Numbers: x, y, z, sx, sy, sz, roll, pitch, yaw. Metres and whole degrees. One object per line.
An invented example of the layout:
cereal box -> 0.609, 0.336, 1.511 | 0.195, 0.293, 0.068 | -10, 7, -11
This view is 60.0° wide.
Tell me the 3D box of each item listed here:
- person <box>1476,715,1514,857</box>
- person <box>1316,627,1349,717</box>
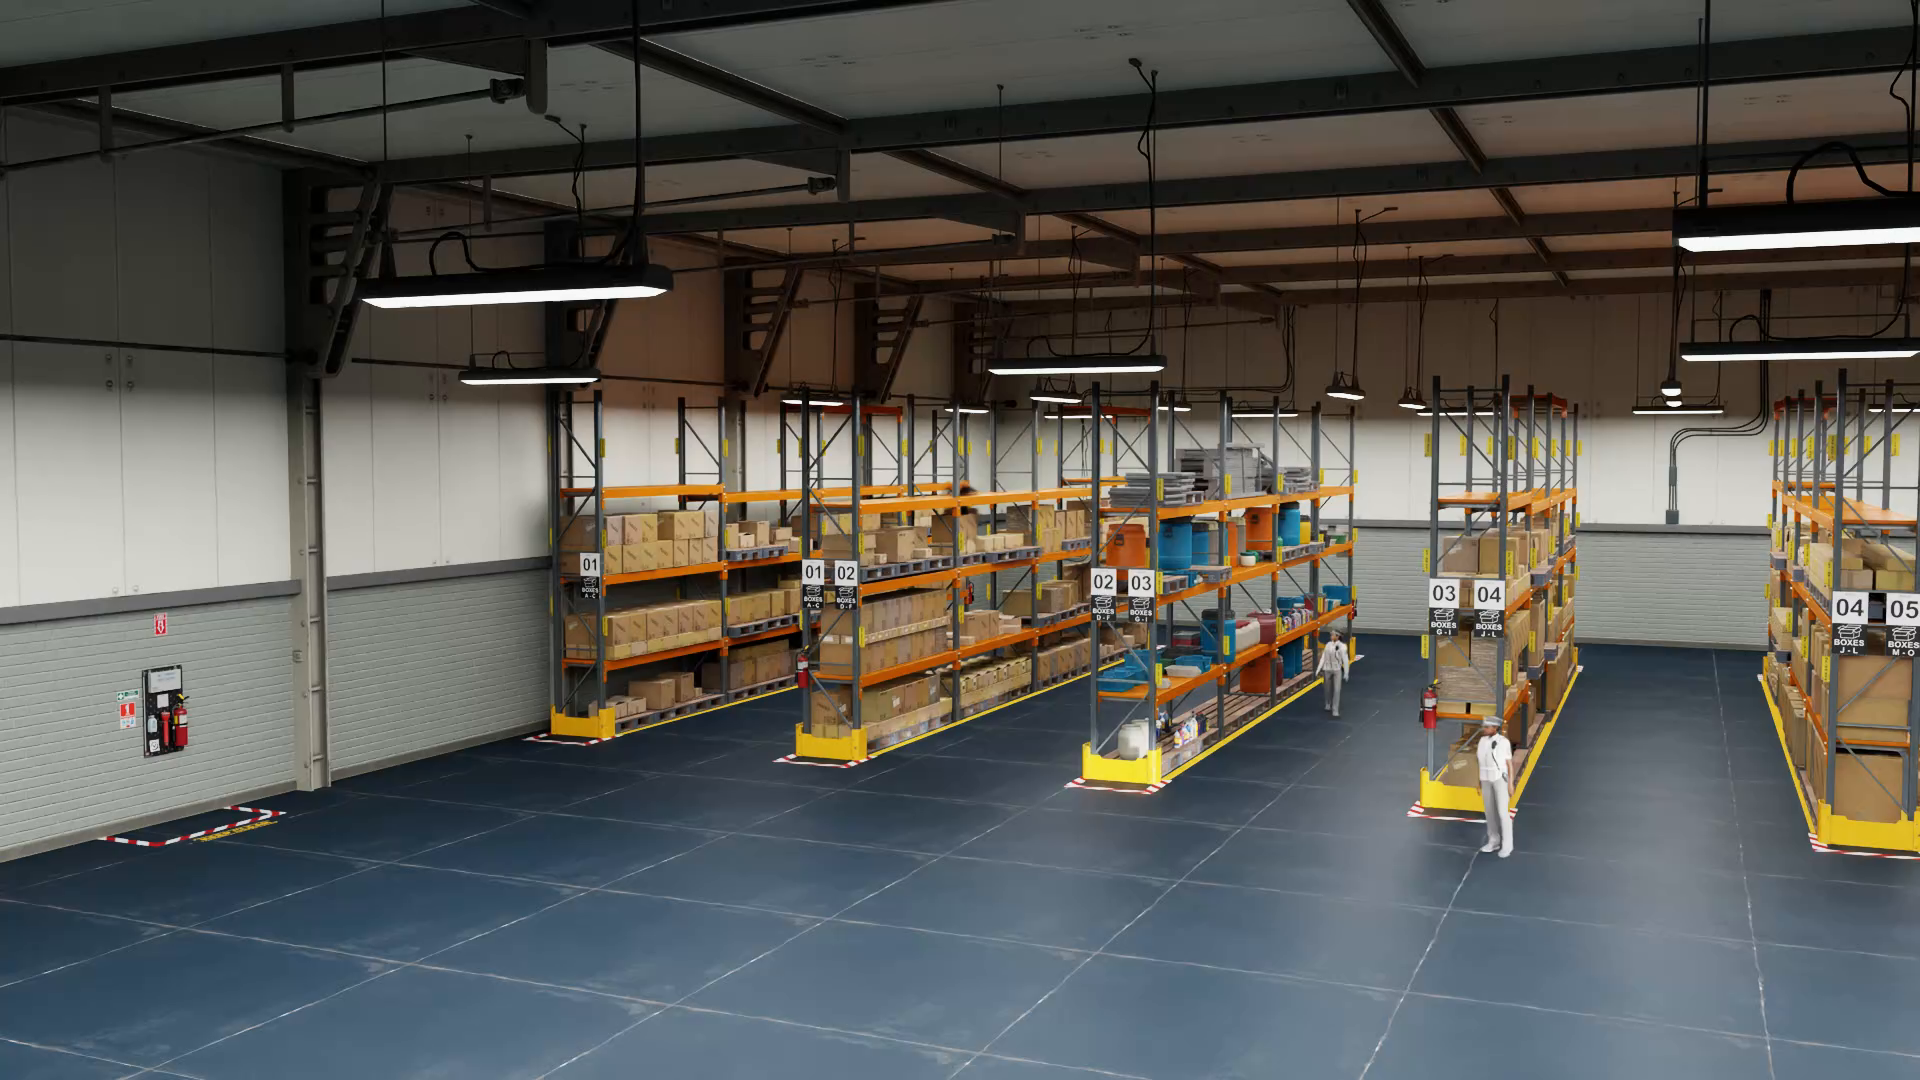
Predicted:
person -> 6.630, 3.036, 20.620 | 0.360, 1.722, 0.551 | -2, 4, -34
person -> 6.982, 2.450, 31.185 | 0.600, 1.644, 0.980 | 1, 3, 16
